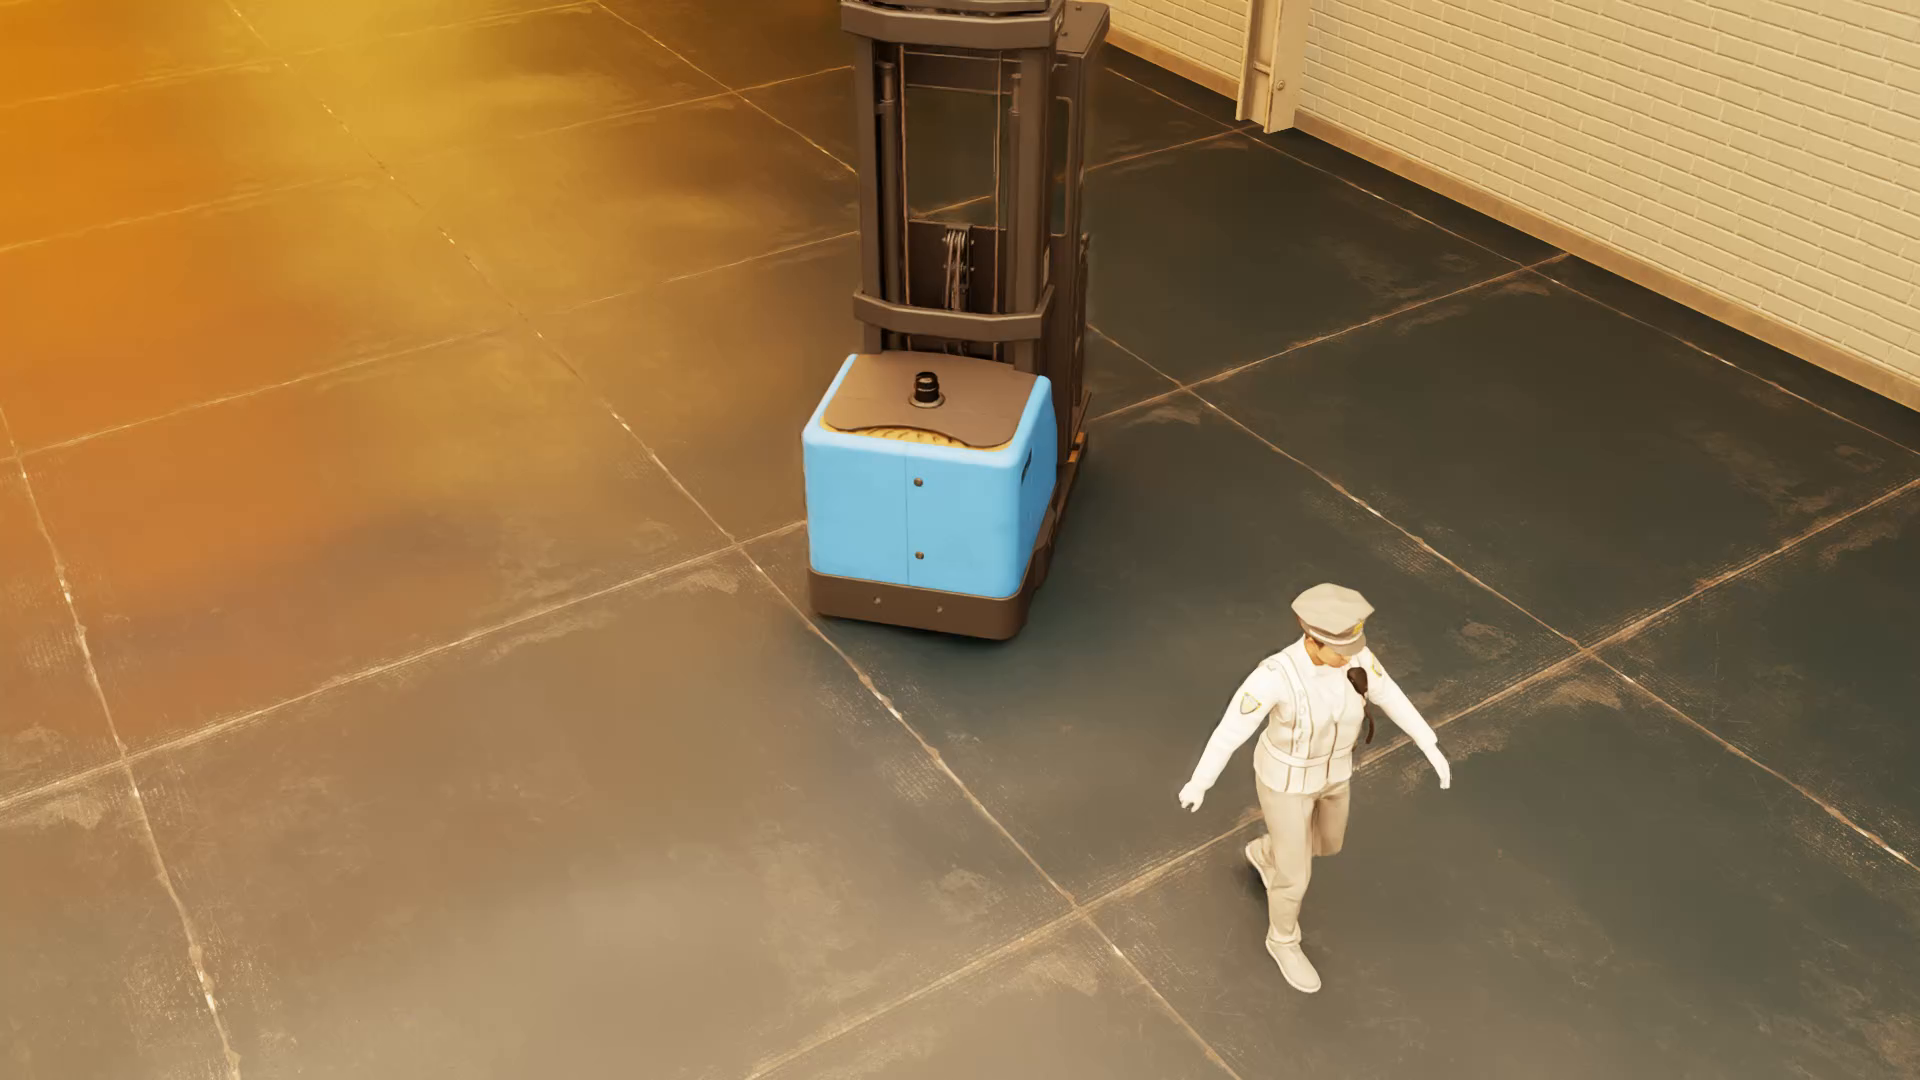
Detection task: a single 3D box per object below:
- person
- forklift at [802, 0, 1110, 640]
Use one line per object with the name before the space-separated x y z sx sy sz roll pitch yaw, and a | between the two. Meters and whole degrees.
person | 1.241 0.870 6.037 0.823 1.651 0.686 -18 39 -24
forklift | 0.101 -1.569 8.381 1.130 2.935 3.031 8 36 11
